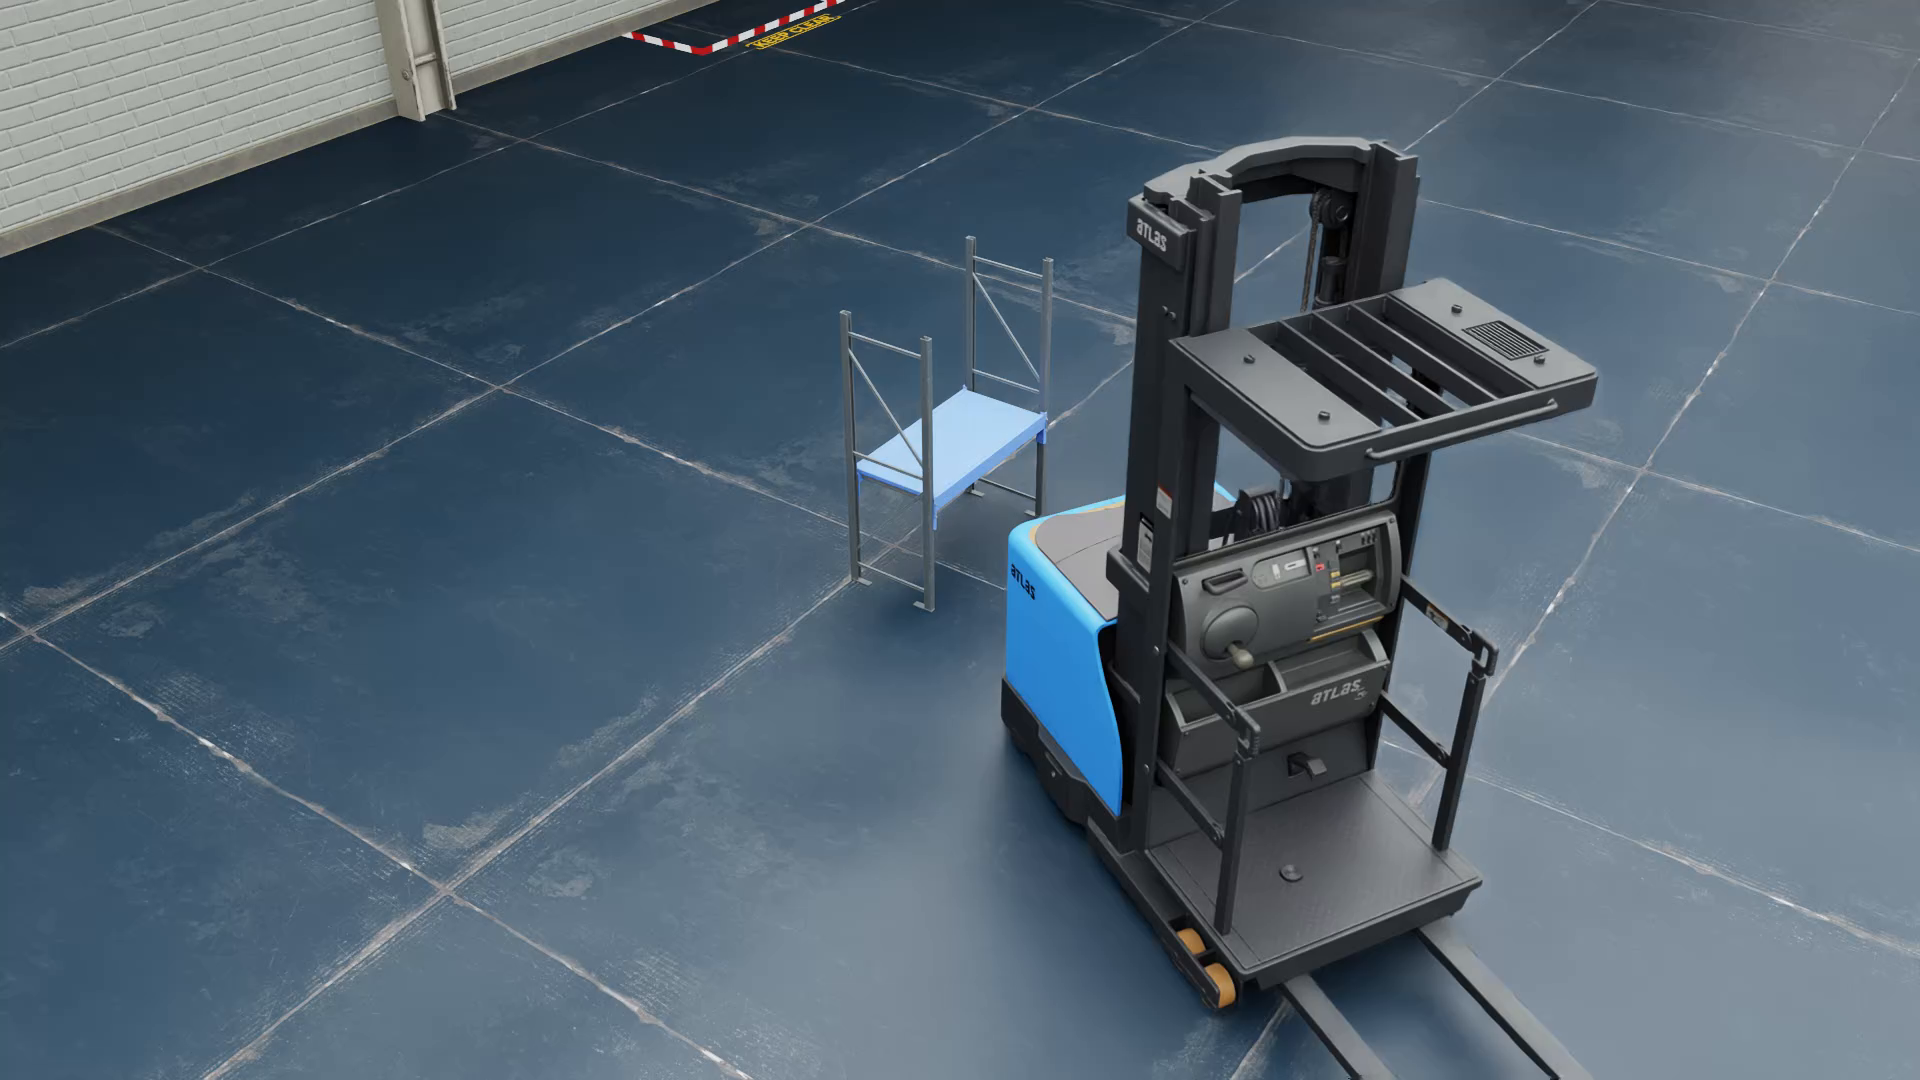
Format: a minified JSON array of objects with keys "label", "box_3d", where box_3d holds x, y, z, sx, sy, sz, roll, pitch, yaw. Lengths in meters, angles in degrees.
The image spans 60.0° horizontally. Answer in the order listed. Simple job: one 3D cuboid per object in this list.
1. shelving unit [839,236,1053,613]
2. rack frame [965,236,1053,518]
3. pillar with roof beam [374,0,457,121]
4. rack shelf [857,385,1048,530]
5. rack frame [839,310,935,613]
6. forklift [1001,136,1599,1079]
[{"label":"shelving unit","box_3d":[-0.049,-0.582,8.272,0.538,1.500,1.048,21,39,28]},{"label":"rack frame","box_3d":[0.241,-0.816,8.618,0.500,1.500,0.032,21,39,28]},{"label":"pillar with roof beam","box_3d":[-0.998,-5.999,9.588,9.100,9.000,0.400,21,39,28]},{"label":"rack shelf","box_3d":[-0.049,-0.433,8.373,0.538,0.185,1.000,21,39,28]},{"label":"rack frame","box_3d":[-0.338,-0.348,7.926,0.500,1.500,0.032,21,39,28]},{"label":"forklift","box_3d":[1.277,0.243,5.775,1.130,2.935,3.031,-15,37,-21]}]
